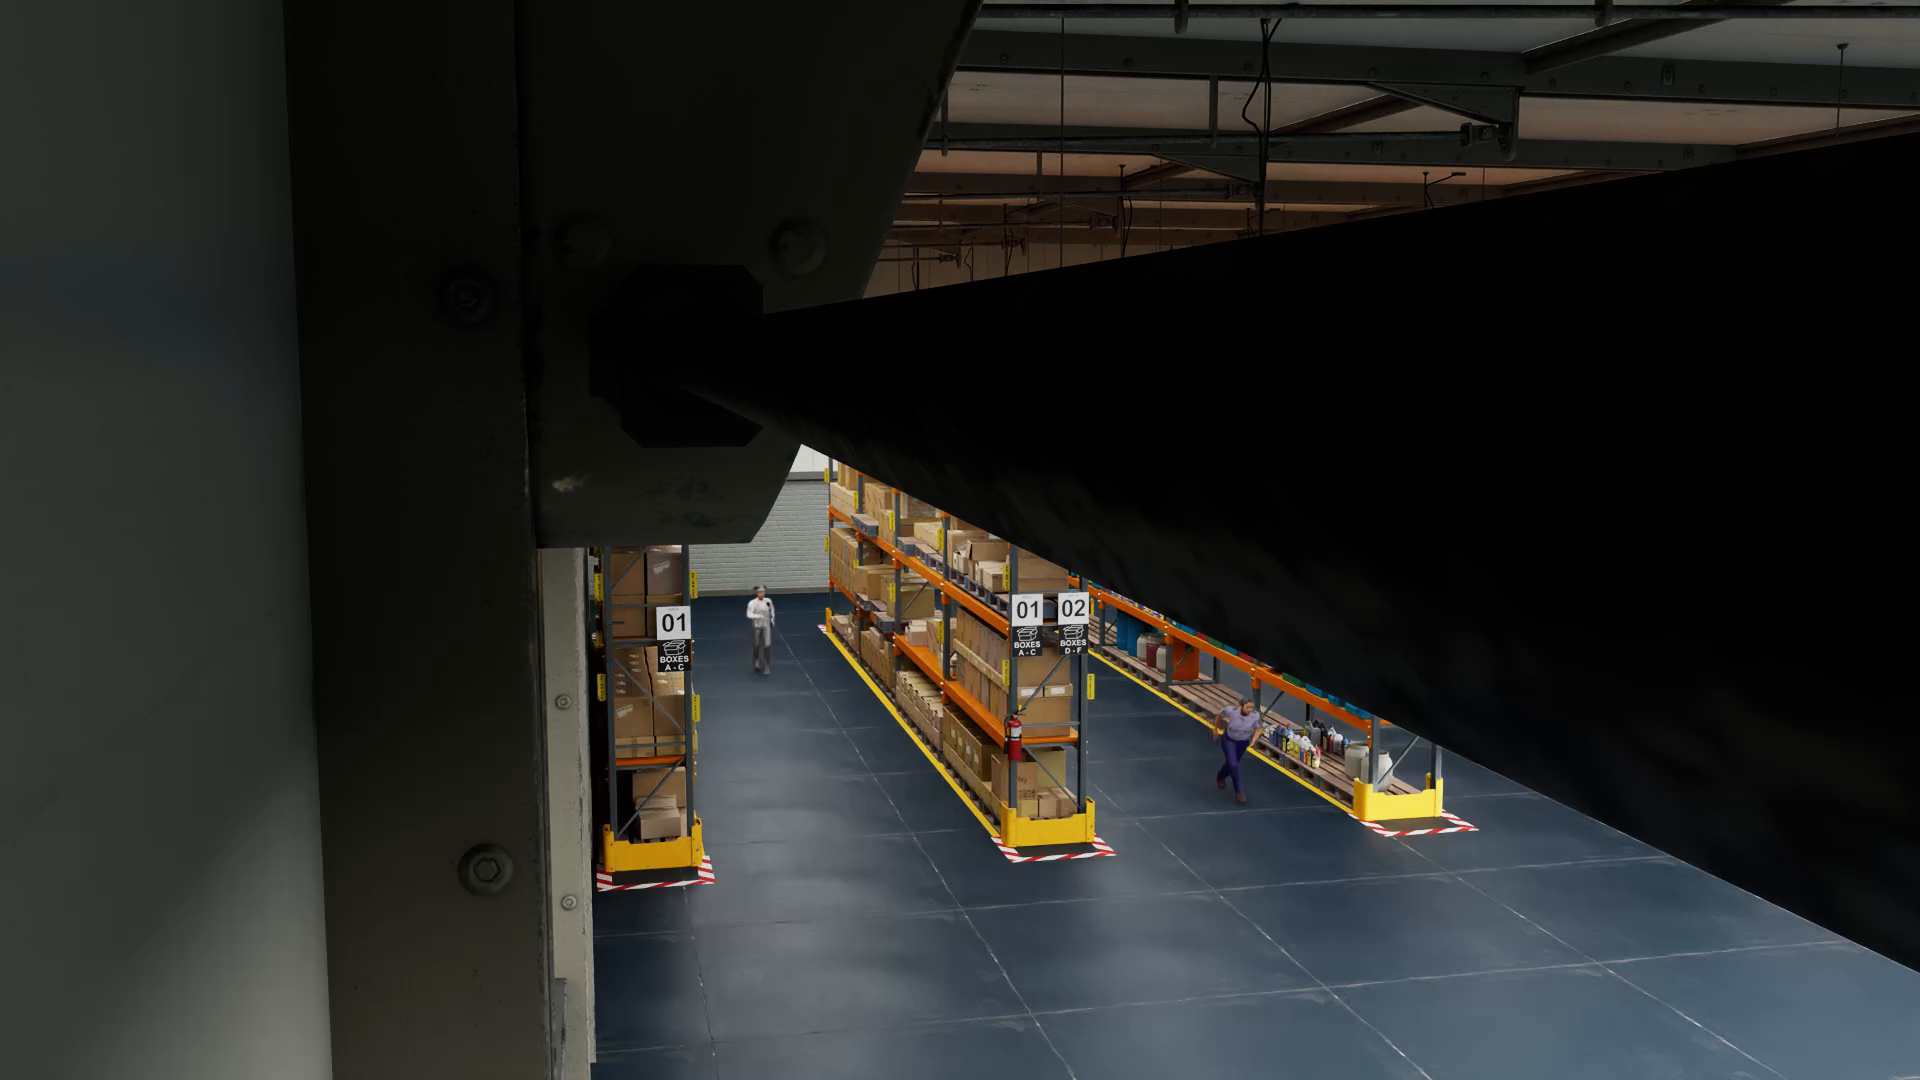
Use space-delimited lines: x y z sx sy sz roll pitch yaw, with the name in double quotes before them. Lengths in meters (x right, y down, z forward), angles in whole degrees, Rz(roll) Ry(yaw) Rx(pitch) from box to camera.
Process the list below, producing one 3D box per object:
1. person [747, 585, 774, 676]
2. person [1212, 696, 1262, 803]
"person" -3.819 1.707 31.923 0.572 1.745 0.831 -2 7 -16
"person" 3.835 2.834 23.208 0.623 1.481 1.027 -1 7 -9
